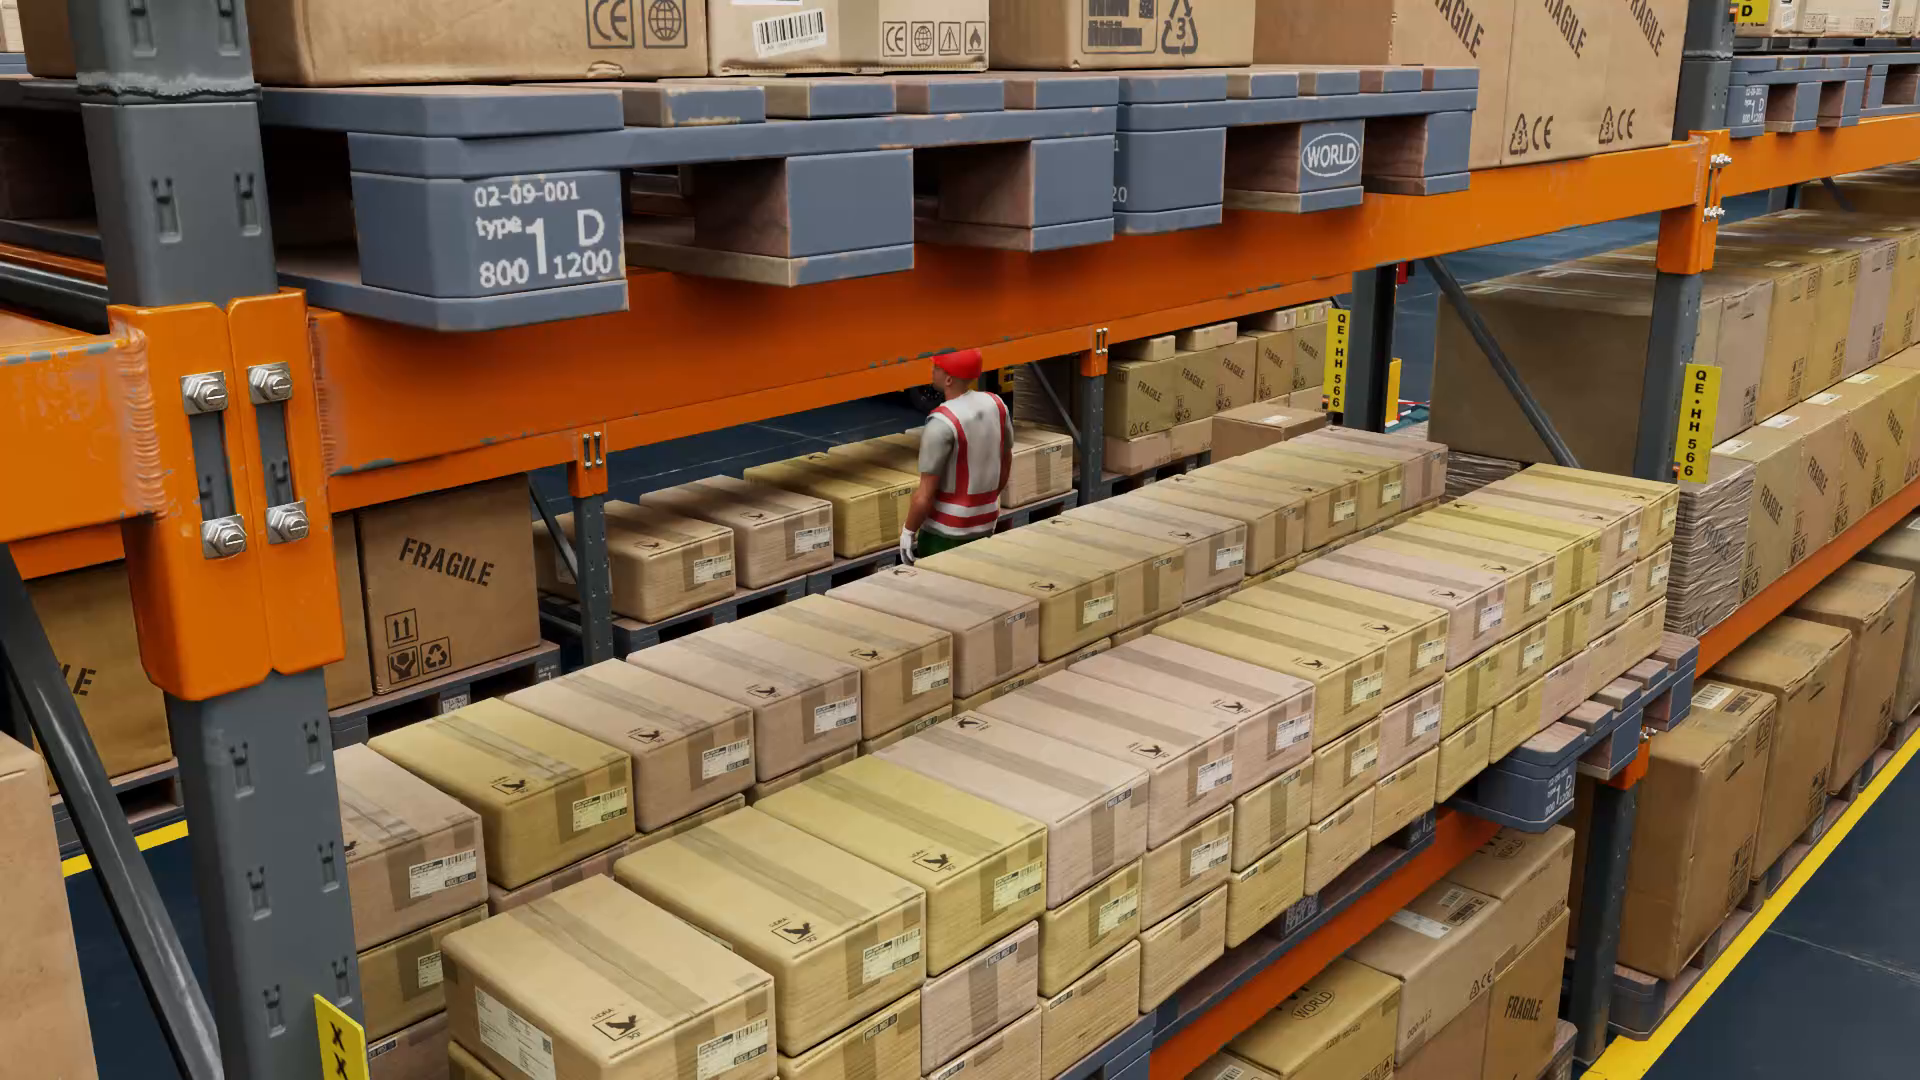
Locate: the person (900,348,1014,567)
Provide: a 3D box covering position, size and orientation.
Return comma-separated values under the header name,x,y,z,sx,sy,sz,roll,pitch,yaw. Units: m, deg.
name,x,y,z,sx,sy,sz,roll,pitch,yaw
person,-0.077,-0.084,7.748,0.564,1.787,0.638,14,22,40
